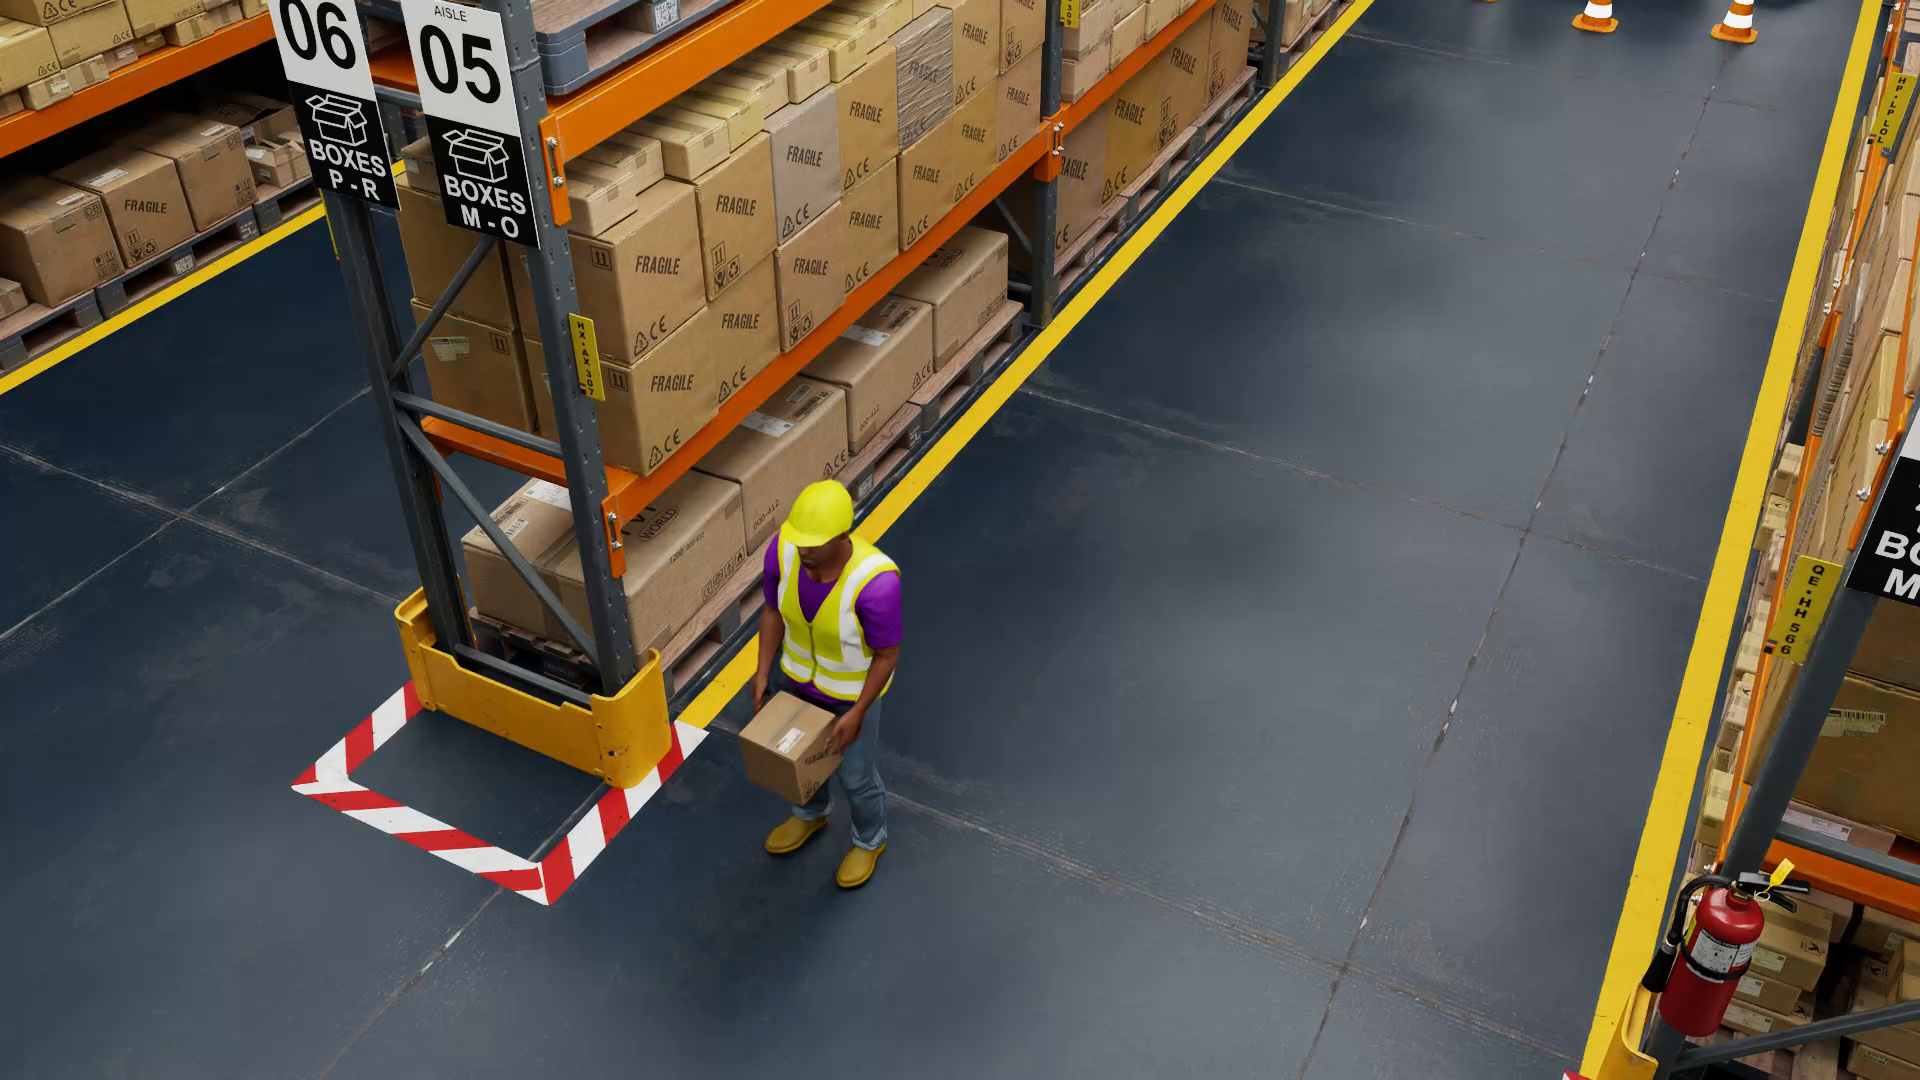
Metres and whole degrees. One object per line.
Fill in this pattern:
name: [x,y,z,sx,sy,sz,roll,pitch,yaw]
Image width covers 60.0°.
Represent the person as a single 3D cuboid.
person: [-0.477,0.526,6.052,0.575,1.765,0.458,21,42,25]
